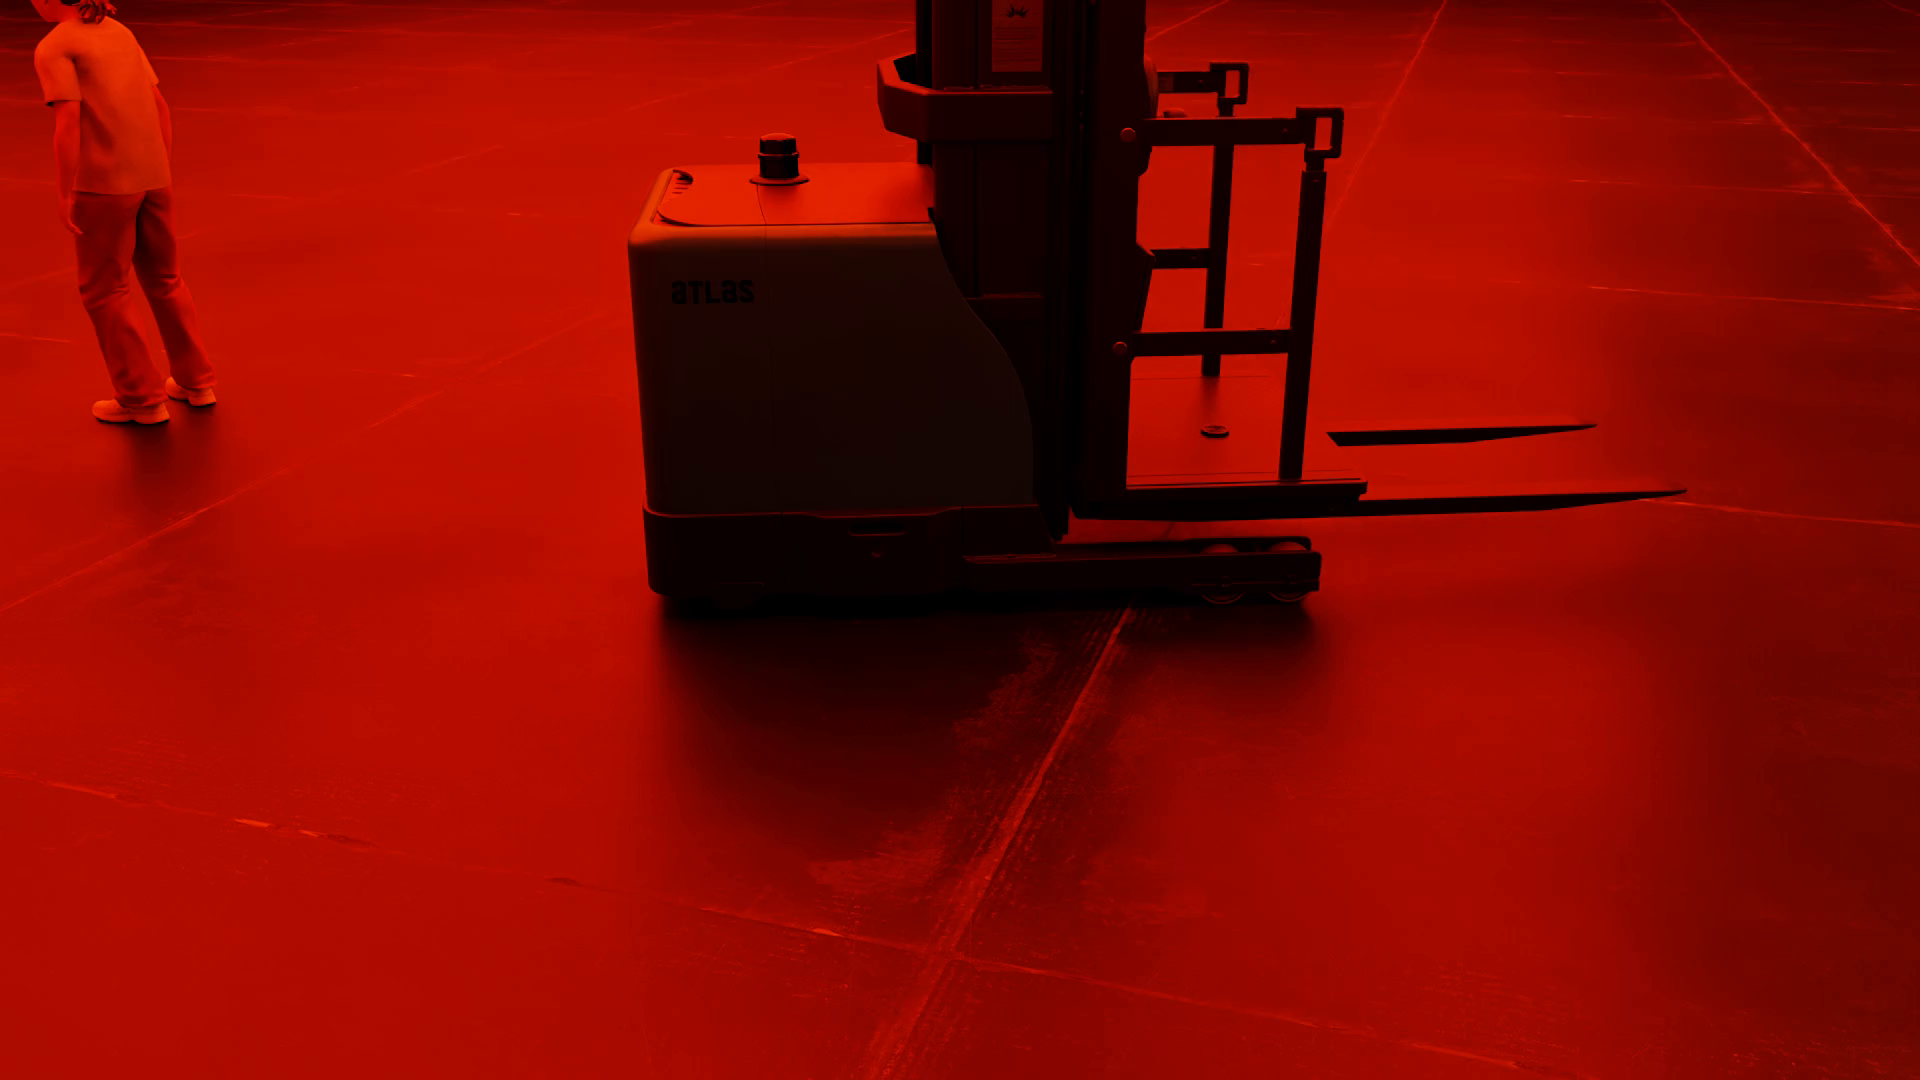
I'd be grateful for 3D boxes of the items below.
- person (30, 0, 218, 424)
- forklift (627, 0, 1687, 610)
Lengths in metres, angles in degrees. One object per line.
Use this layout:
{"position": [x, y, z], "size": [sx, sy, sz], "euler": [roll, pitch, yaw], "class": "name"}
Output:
{"position": [-3.031, -1.252, 5.965], "size": [0.365, 1.671, 0.519], "euler": [8, 24, 19], "class": "person"}
{"position": [0.606, -1.374, 4.608], "size": [3.031, 2.935, 1.130], "euler": [-2, 23, -4], "class": "forklift"}
